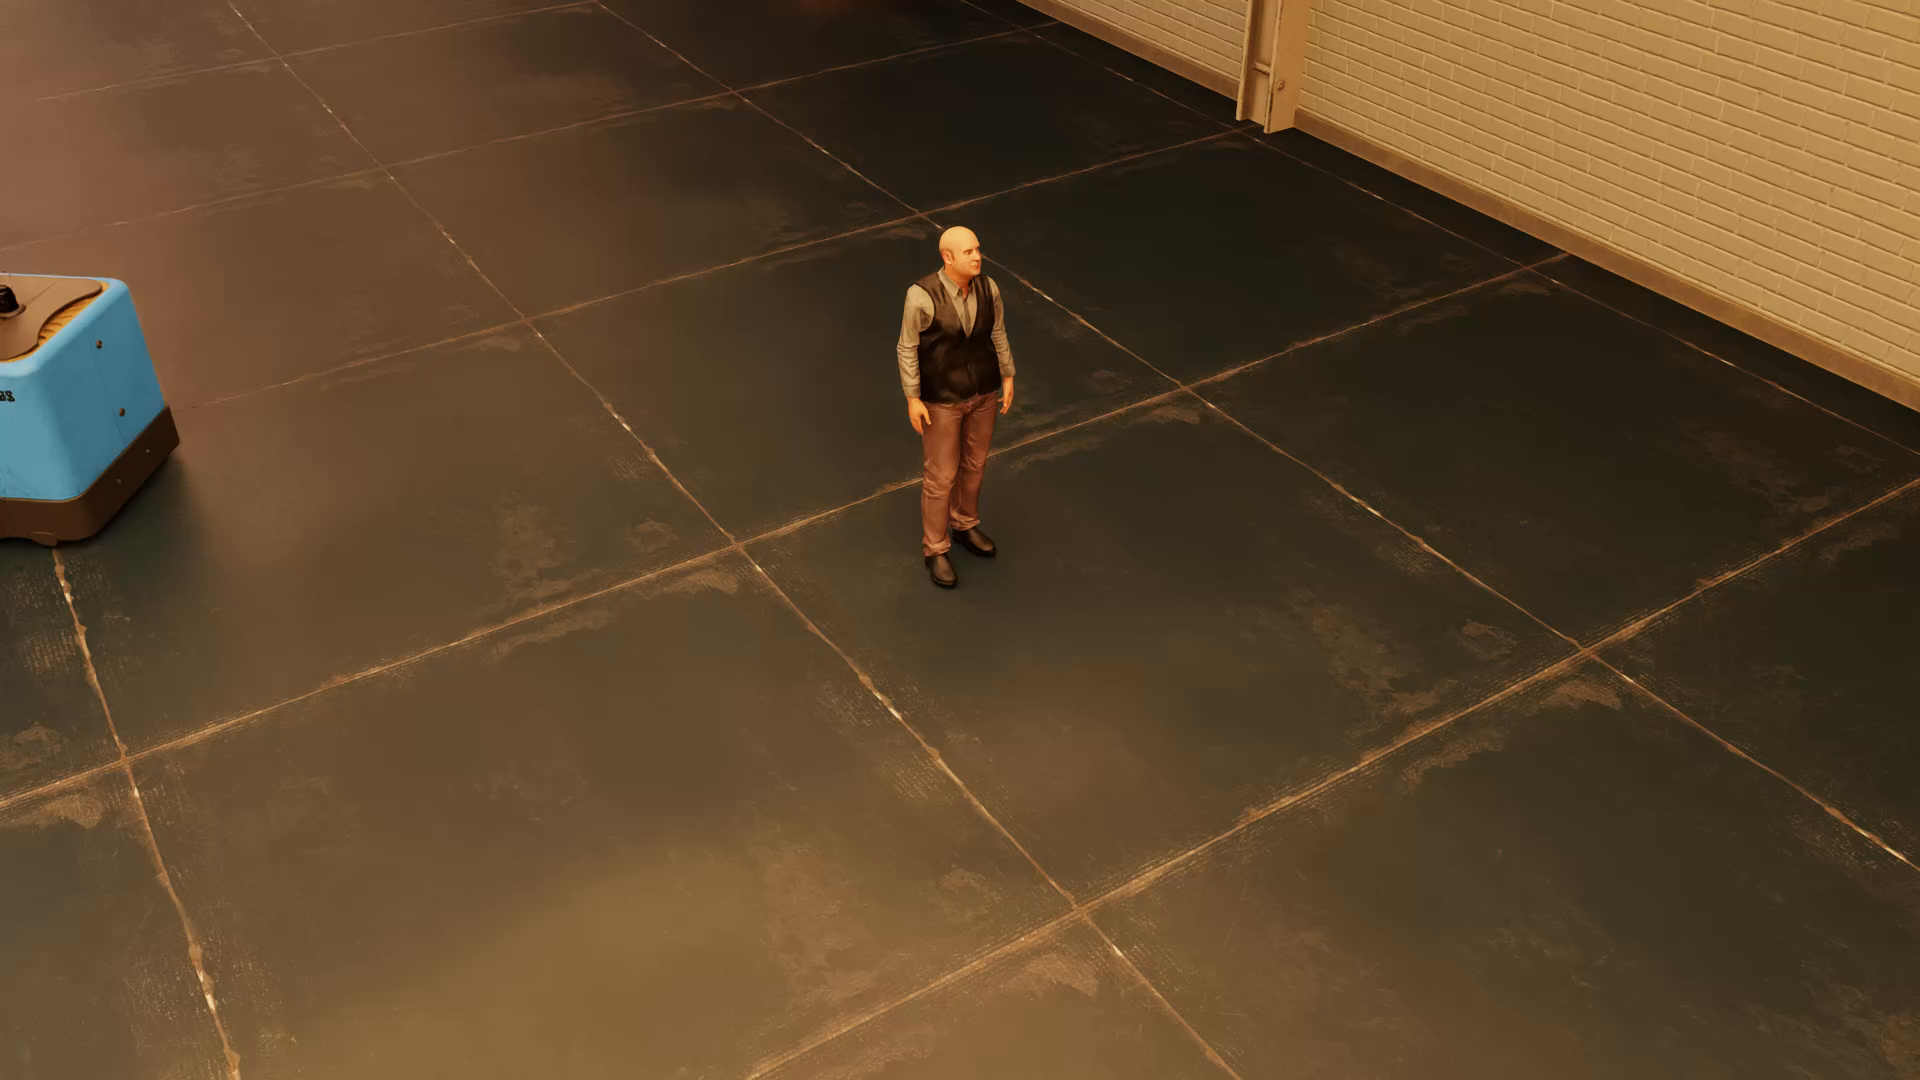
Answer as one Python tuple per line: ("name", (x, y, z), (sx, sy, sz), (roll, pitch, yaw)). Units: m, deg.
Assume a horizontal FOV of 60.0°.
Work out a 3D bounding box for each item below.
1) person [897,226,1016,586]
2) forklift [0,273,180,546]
("person", (0.027, -0.678, 8.152), (0.632, 1.720, 0.568), (-21, 40, -27))
("forklift", (-5.934, -1.516, 8.306), (3.031, 2.935, 1.130), (3, 35, 5))
